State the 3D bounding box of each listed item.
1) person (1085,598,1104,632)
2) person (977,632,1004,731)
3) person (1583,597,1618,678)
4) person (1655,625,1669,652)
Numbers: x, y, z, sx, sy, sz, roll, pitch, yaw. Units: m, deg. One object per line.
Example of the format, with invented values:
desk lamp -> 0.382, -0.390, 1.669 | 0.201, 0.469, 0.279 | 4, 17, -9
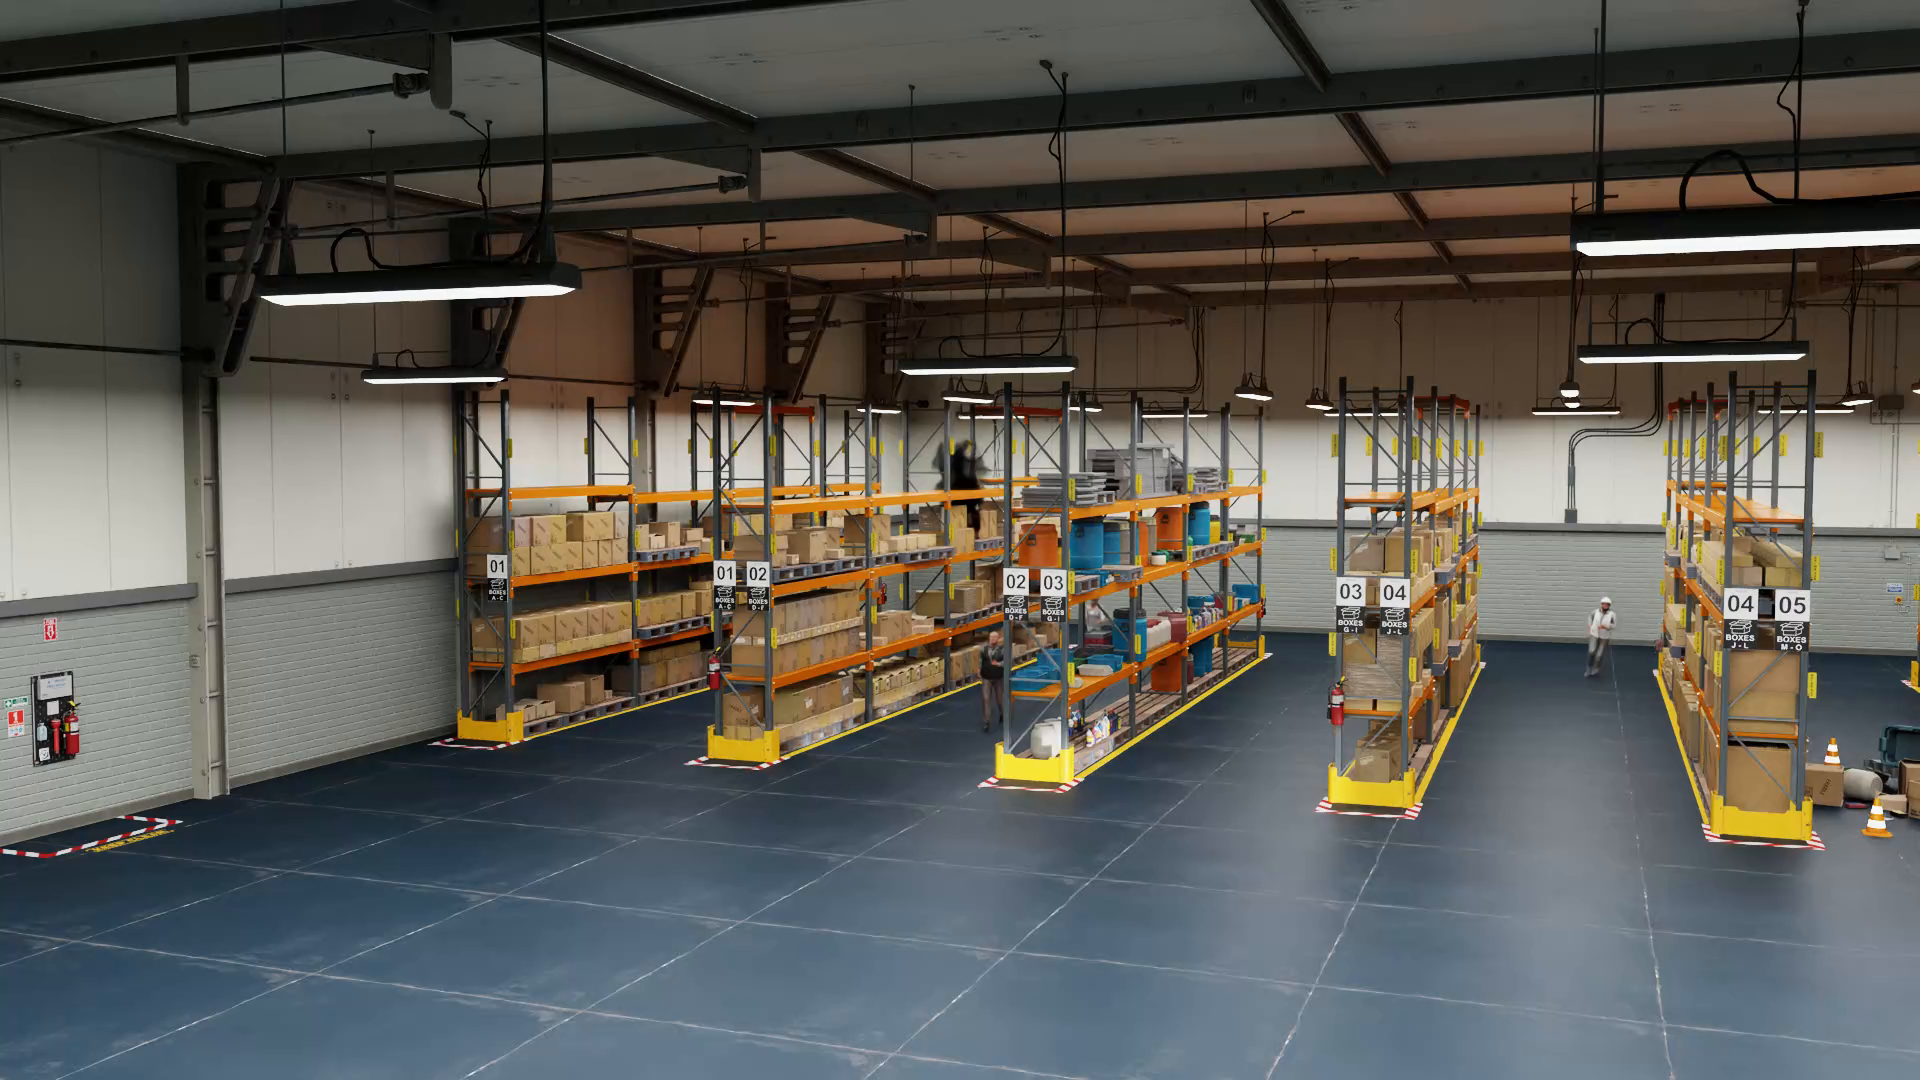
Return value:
person -> 3.121, 2.080, 38.773 | 0.516, 1.593, 0.860 | 1, 3, 12
person -> 0.596, 2.486, 29.605 | 0.654, 1.709, 0.968 | 1, 3, 13
person -> 14.035, 2.141, 36.382 | 0.681, 1.799, 0.684 | 1, 3, 25
person -> 16.084, 2.126, 37.787 | 0.515, 1.590, 0.691 | 1, 3, 21
